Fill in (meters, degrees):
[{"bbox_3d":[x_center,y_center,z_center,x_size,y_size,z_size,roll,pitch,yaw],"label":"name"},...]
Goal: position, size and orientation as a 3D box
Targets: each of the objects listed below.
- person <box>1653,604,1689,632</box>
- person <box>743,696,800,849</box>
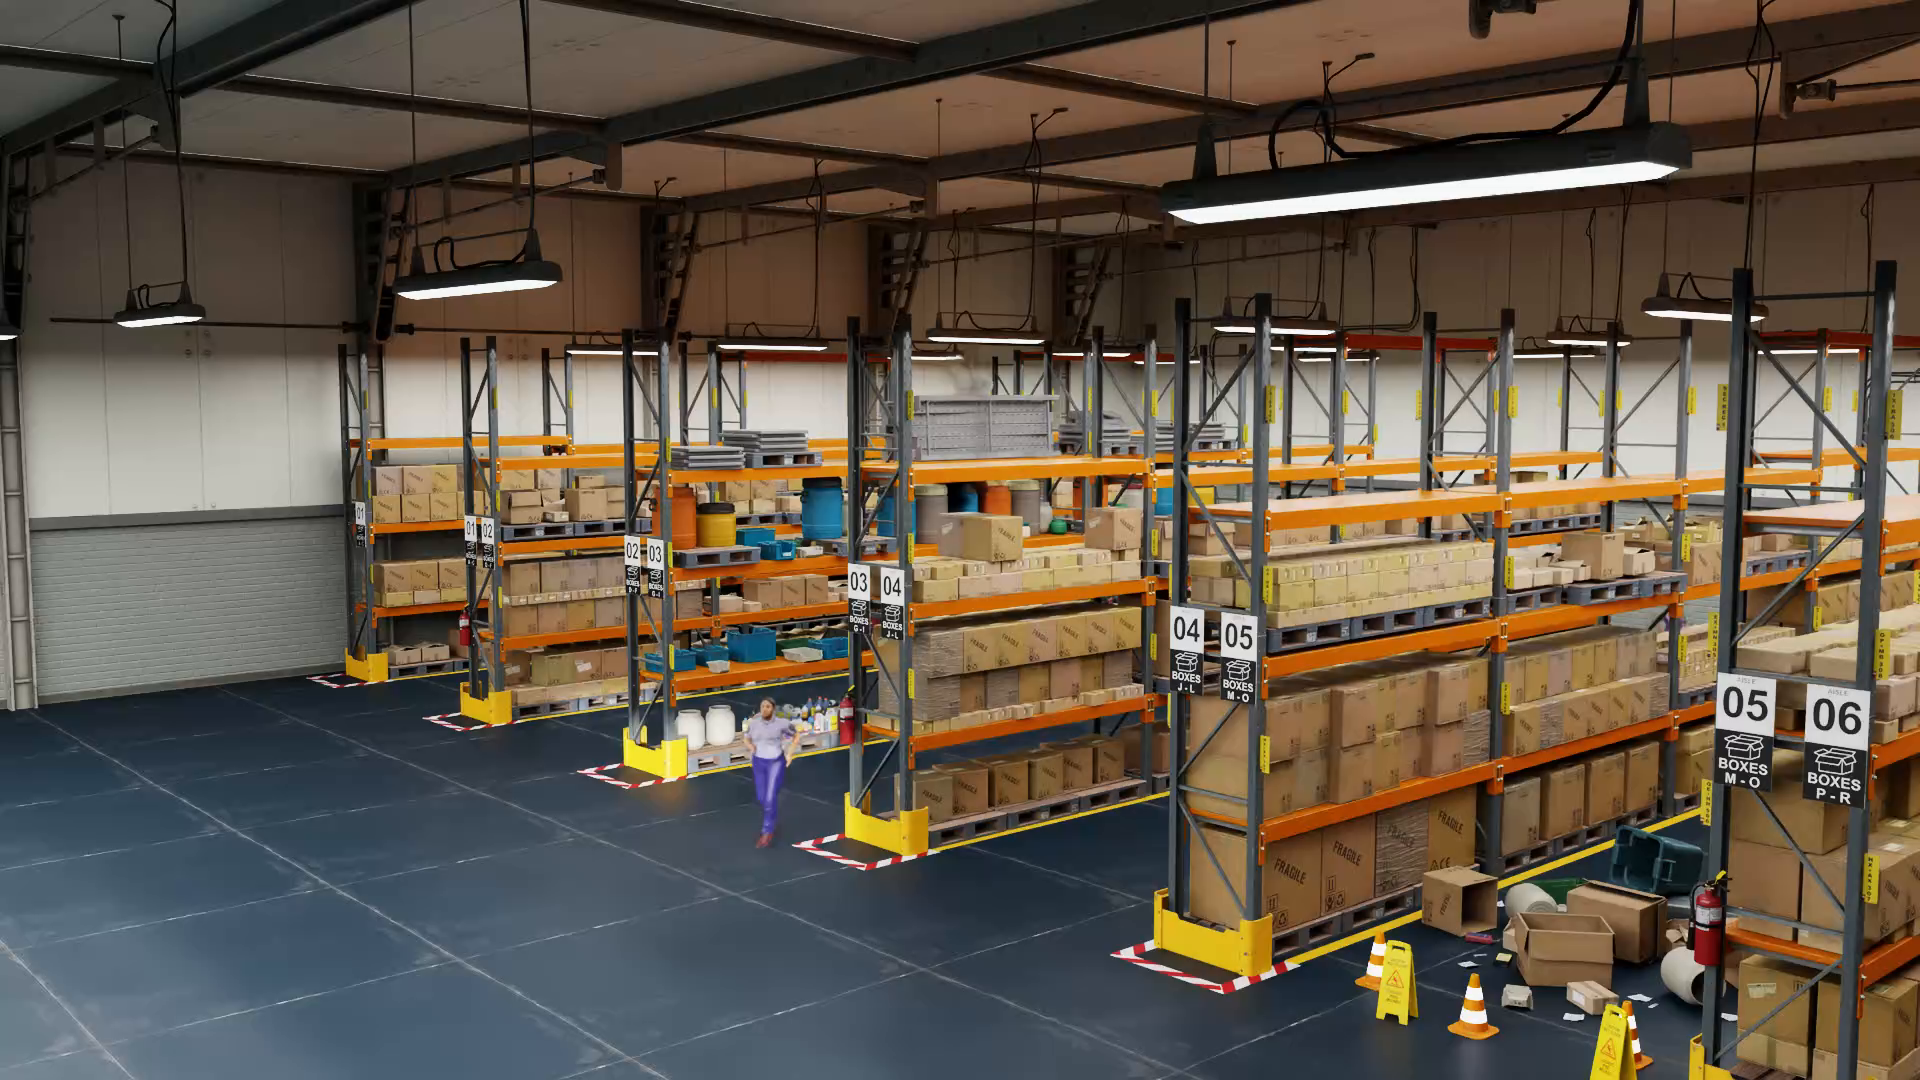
[{"bbox_3d":[12.543,1.780,29.260,0.563,1.580,0.669,-1,5,-9],"label":"person"},{"bbox_3d":[-2.197,2.632,19.100,0.616,1.648,0.820,2,5,20],"label":"person"}]
